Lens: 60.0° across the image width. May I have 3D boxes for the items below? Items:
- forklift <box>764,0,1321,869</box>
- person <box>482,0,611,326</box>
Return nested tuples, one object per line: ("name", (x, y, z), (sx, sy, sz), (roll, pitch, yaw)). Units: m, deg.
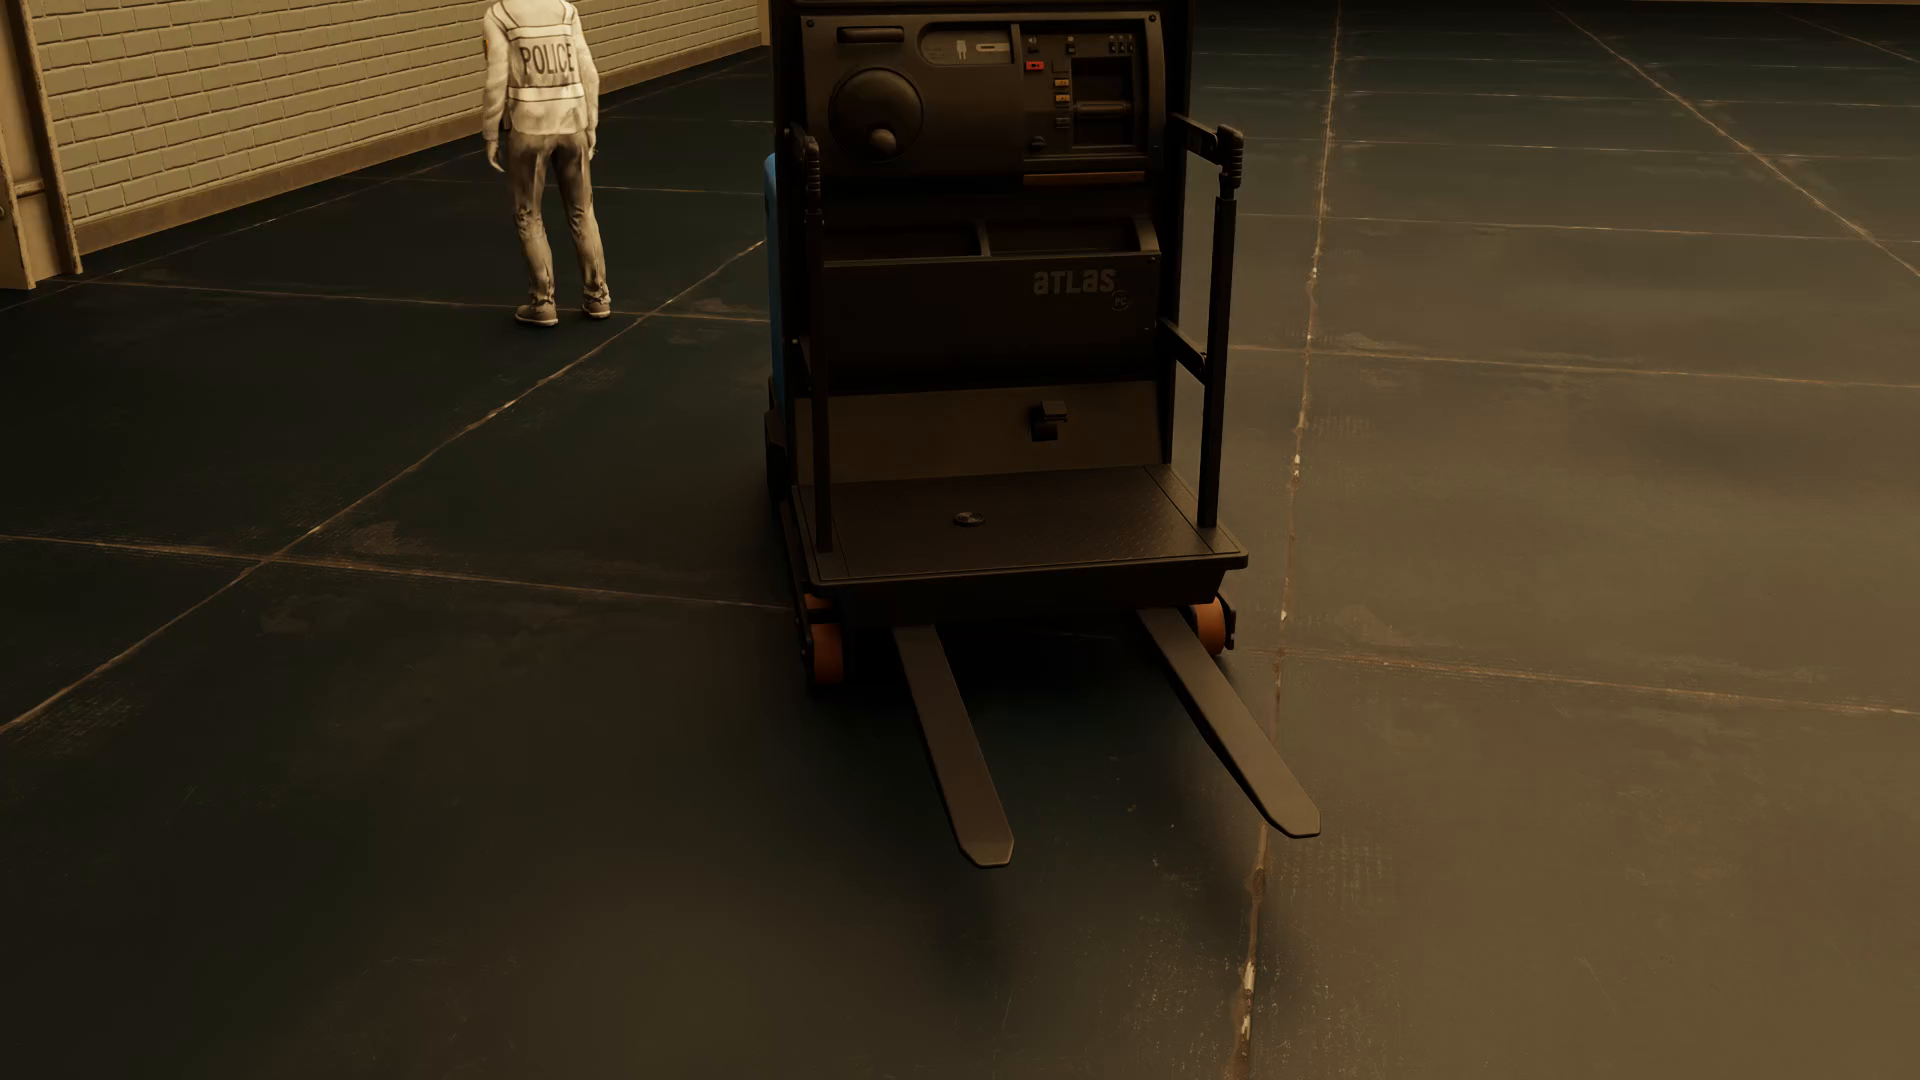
("forklift", (0.104, -1.131, 4.040), (1.130, 2.935, 3.031), (-4, 22, -9))
("person", (-1.831, -1.776, 7.303), (0.547, 1.664, 0.375), (-15, 27, -33))
